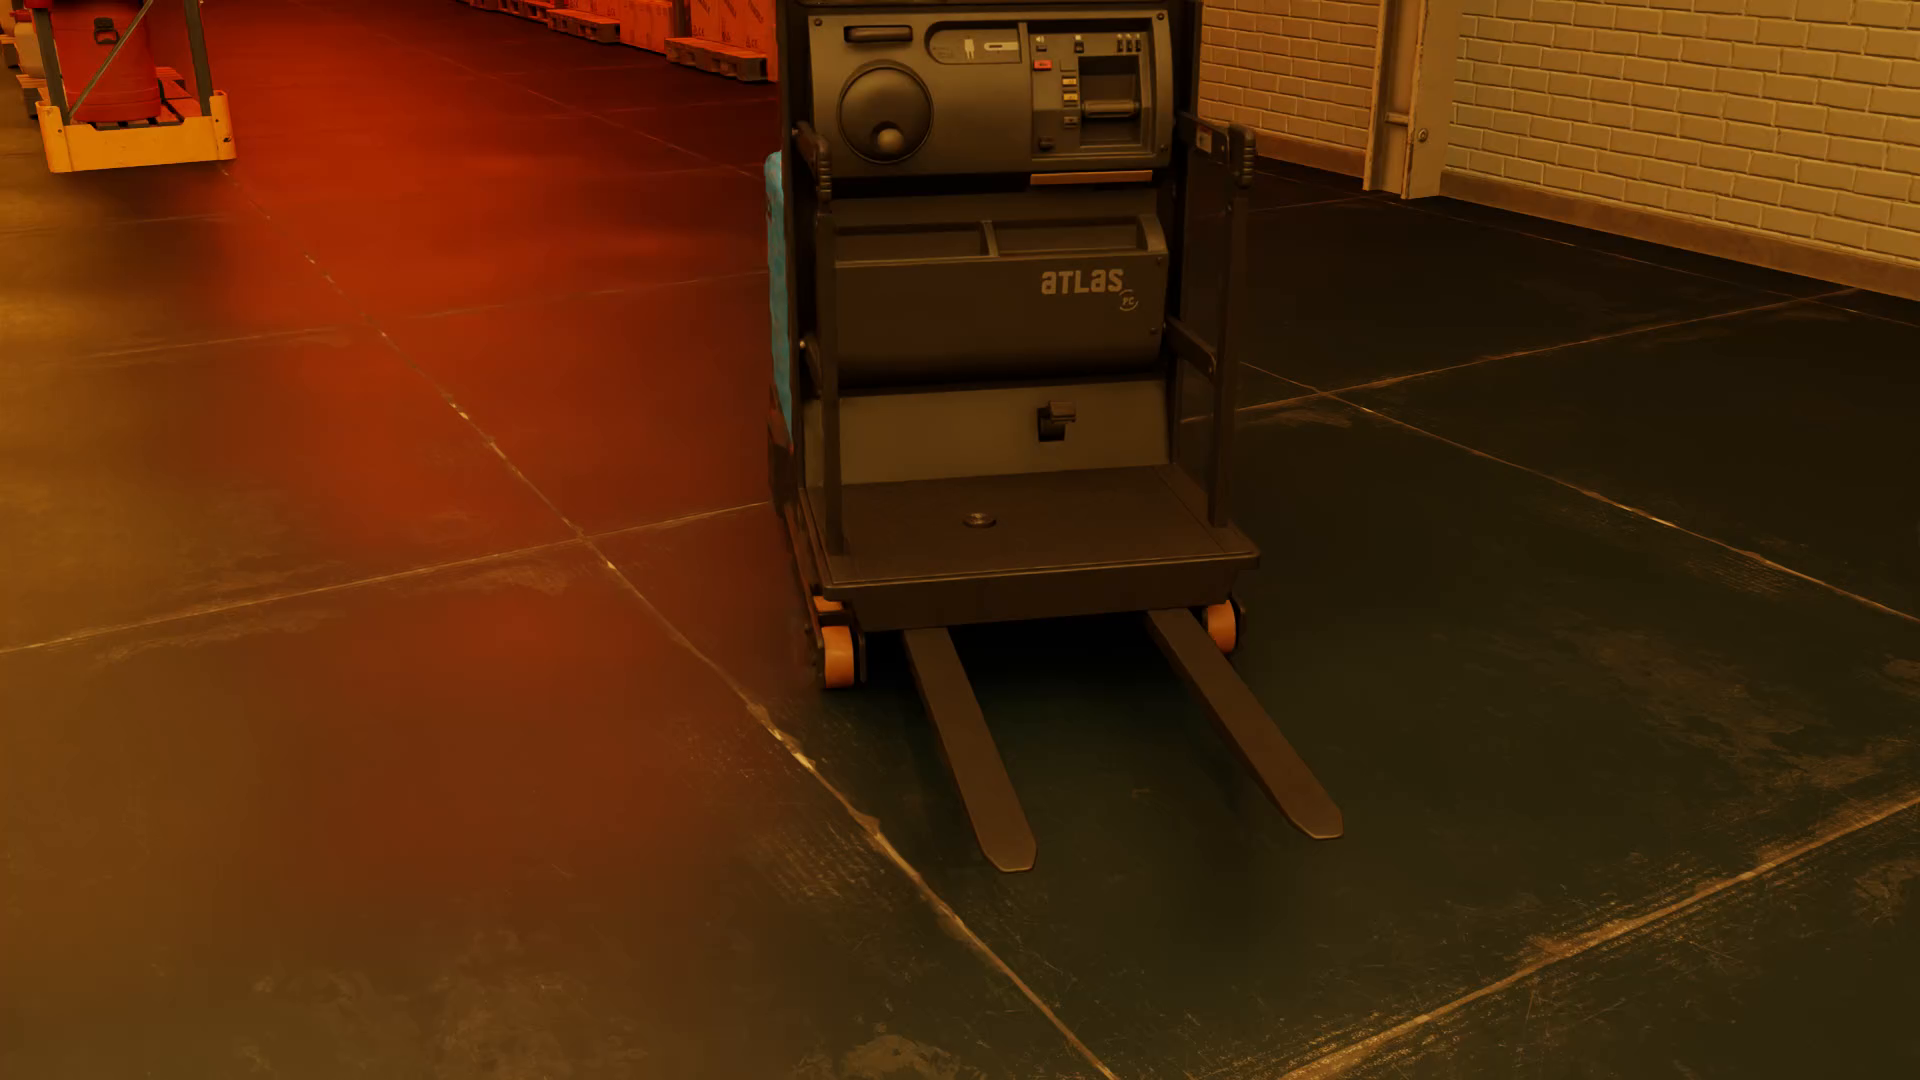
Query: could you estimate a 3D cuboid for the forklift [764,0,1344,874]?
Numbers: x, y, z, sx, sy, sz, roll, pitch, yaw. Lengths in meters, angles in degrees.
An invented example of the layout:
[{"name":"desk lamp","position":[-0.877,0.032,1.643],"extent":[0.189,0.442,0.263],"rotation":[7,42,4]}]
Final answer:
[{"name":"forklift","position":[0.126,-1.127,4.020],"extent":[1.130,2.935,3.031],"rotation":[-4,23,-10]}]
